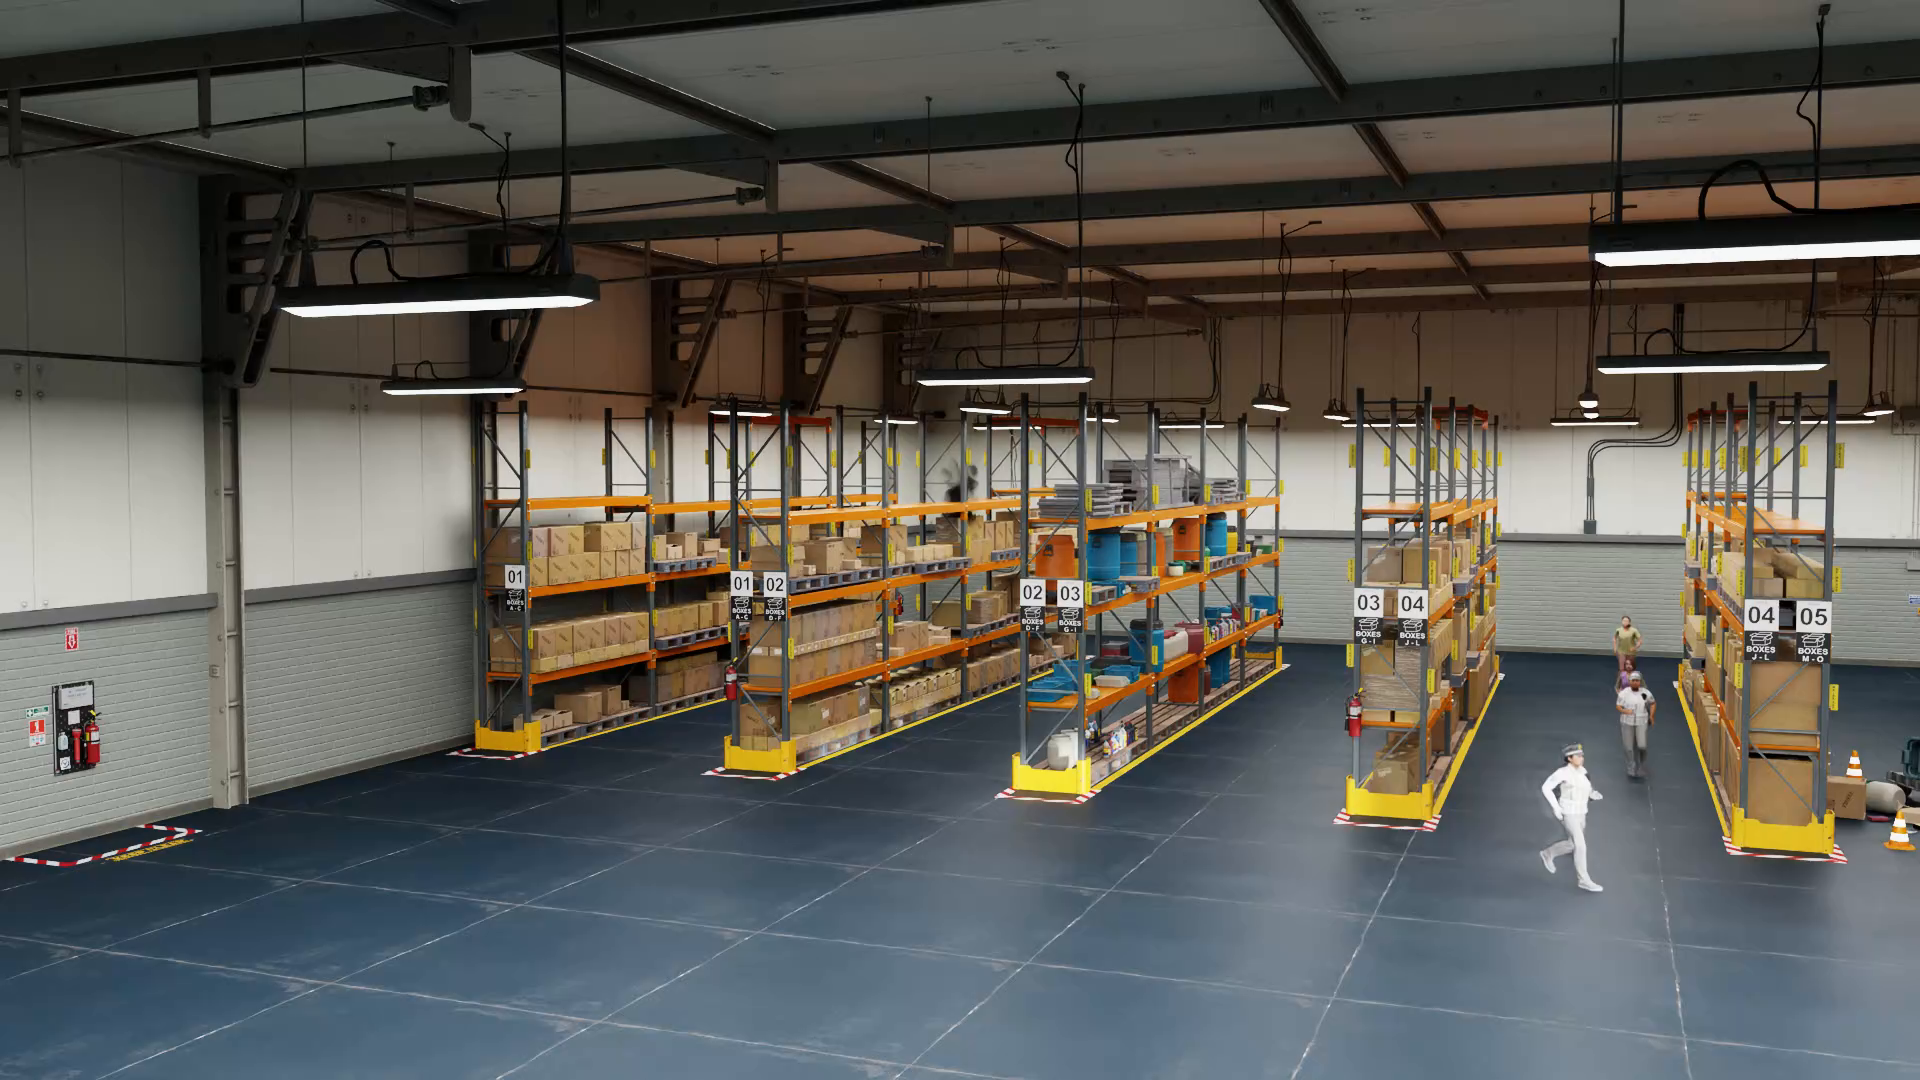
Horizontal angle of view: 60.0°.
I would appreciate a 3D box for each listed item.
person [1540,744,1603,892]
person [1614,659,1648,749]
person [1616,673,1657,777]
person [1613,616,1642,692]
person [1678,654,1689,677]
[{"bbox_3d":[7.131,3.203,19.444,0.614,1.662,0.879,-2,3,-33],"label":"person"},{"bbox_3d":[11.610,2.840,28.795,0.542,1.555,0.548,1,3,26],"label":"person"},{"bbox_3d":[10.600,2.904,26.086,0.584,1.640,0.639,1,3,24],"label":"person"},{"bbox_3d":[14.263,2.449,35.553,0.595,1.680,0.803,1,3,27],"label":"person"},{"bbox_3d":[16.618,2.382,37.722,0.743,1.601,0.748,2,4,38],"label":"person"}]
